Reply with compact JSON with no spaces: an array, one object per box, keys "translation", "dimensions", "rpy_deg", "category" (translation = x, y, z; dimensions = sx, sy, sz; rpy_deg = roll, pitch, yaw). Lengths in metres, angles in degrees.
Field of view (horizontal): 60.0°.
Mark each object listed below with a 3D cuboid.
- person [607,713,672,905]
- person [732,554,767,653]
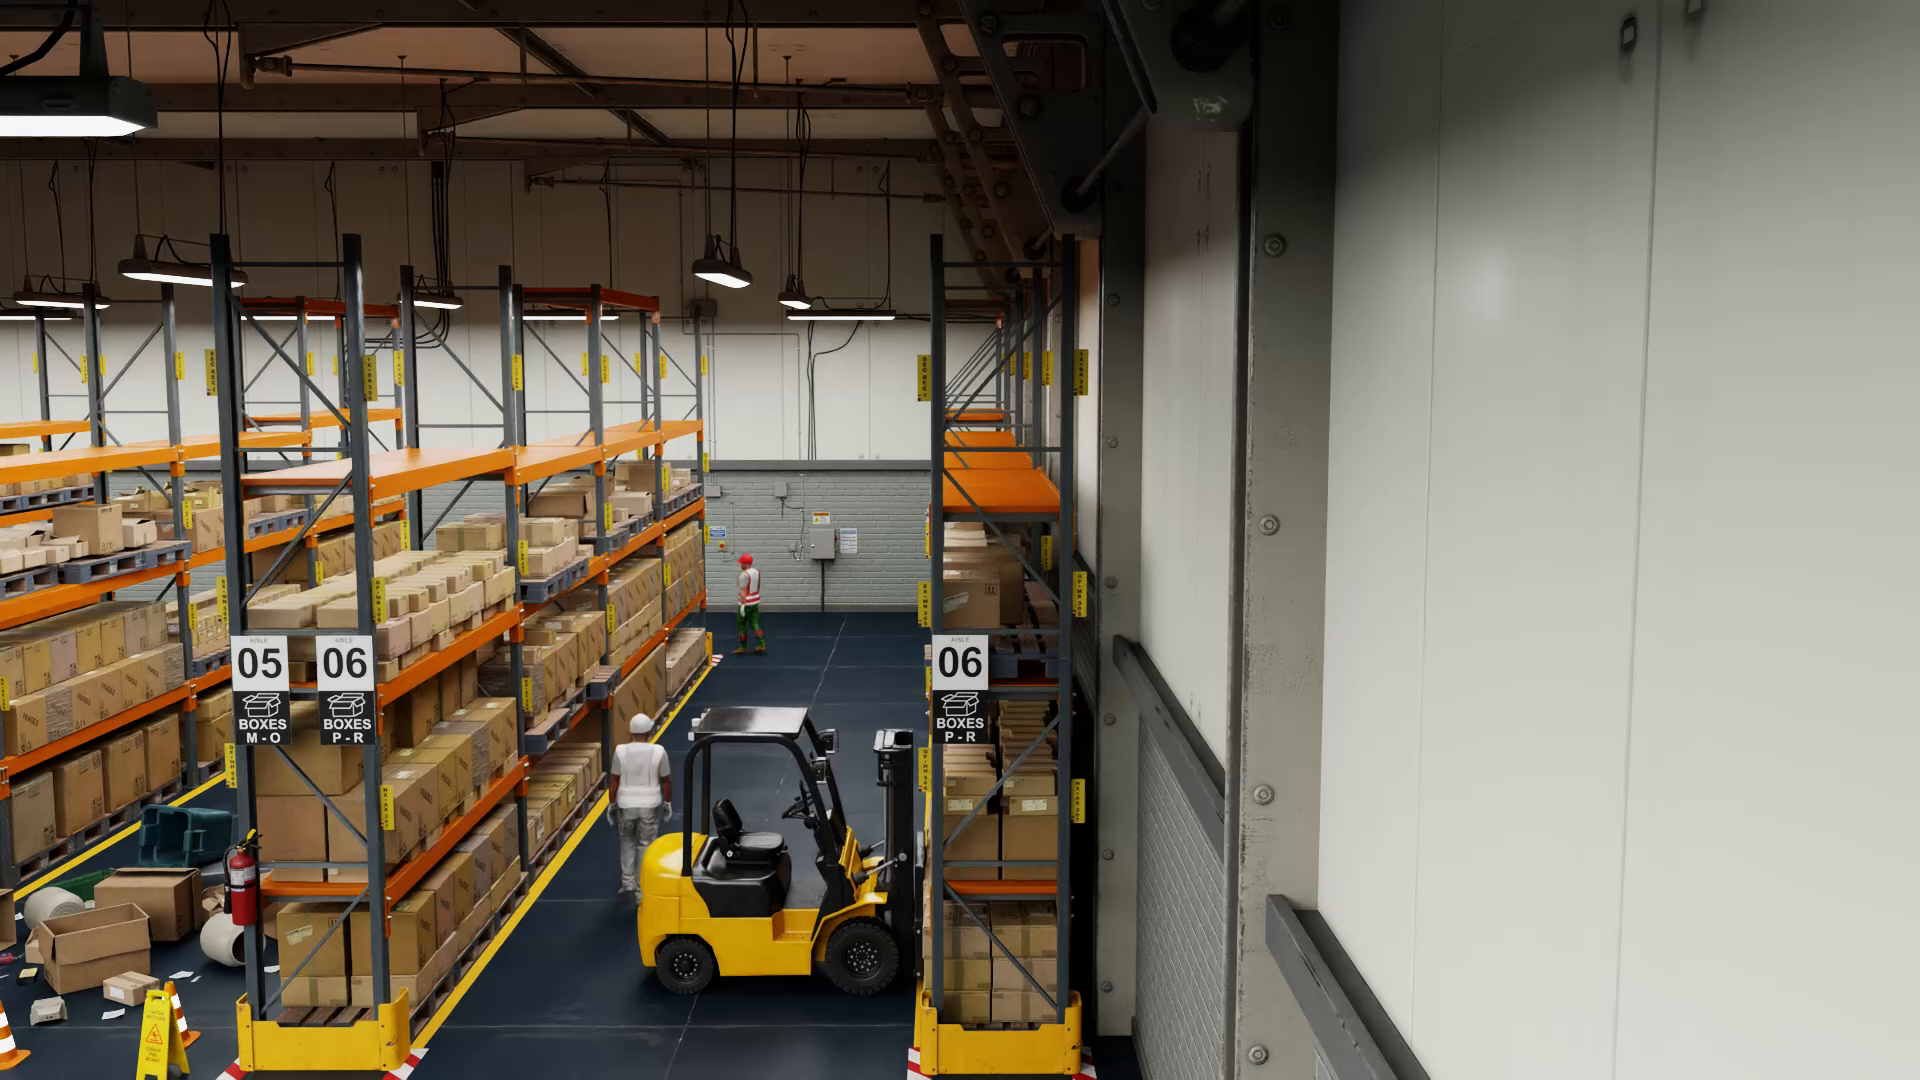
[{"translation":[-3.040,2.546,15.793],"dimensions":[0.604,1.796,0.527],"rpy_deg":[-1,6,-6],"category":"person"},{"translation":[-3.691,1.124,28.837],"dimensions":[0.746,1.792,0.638],"rpy_deg":[4,7,31],"category":"person"}]
